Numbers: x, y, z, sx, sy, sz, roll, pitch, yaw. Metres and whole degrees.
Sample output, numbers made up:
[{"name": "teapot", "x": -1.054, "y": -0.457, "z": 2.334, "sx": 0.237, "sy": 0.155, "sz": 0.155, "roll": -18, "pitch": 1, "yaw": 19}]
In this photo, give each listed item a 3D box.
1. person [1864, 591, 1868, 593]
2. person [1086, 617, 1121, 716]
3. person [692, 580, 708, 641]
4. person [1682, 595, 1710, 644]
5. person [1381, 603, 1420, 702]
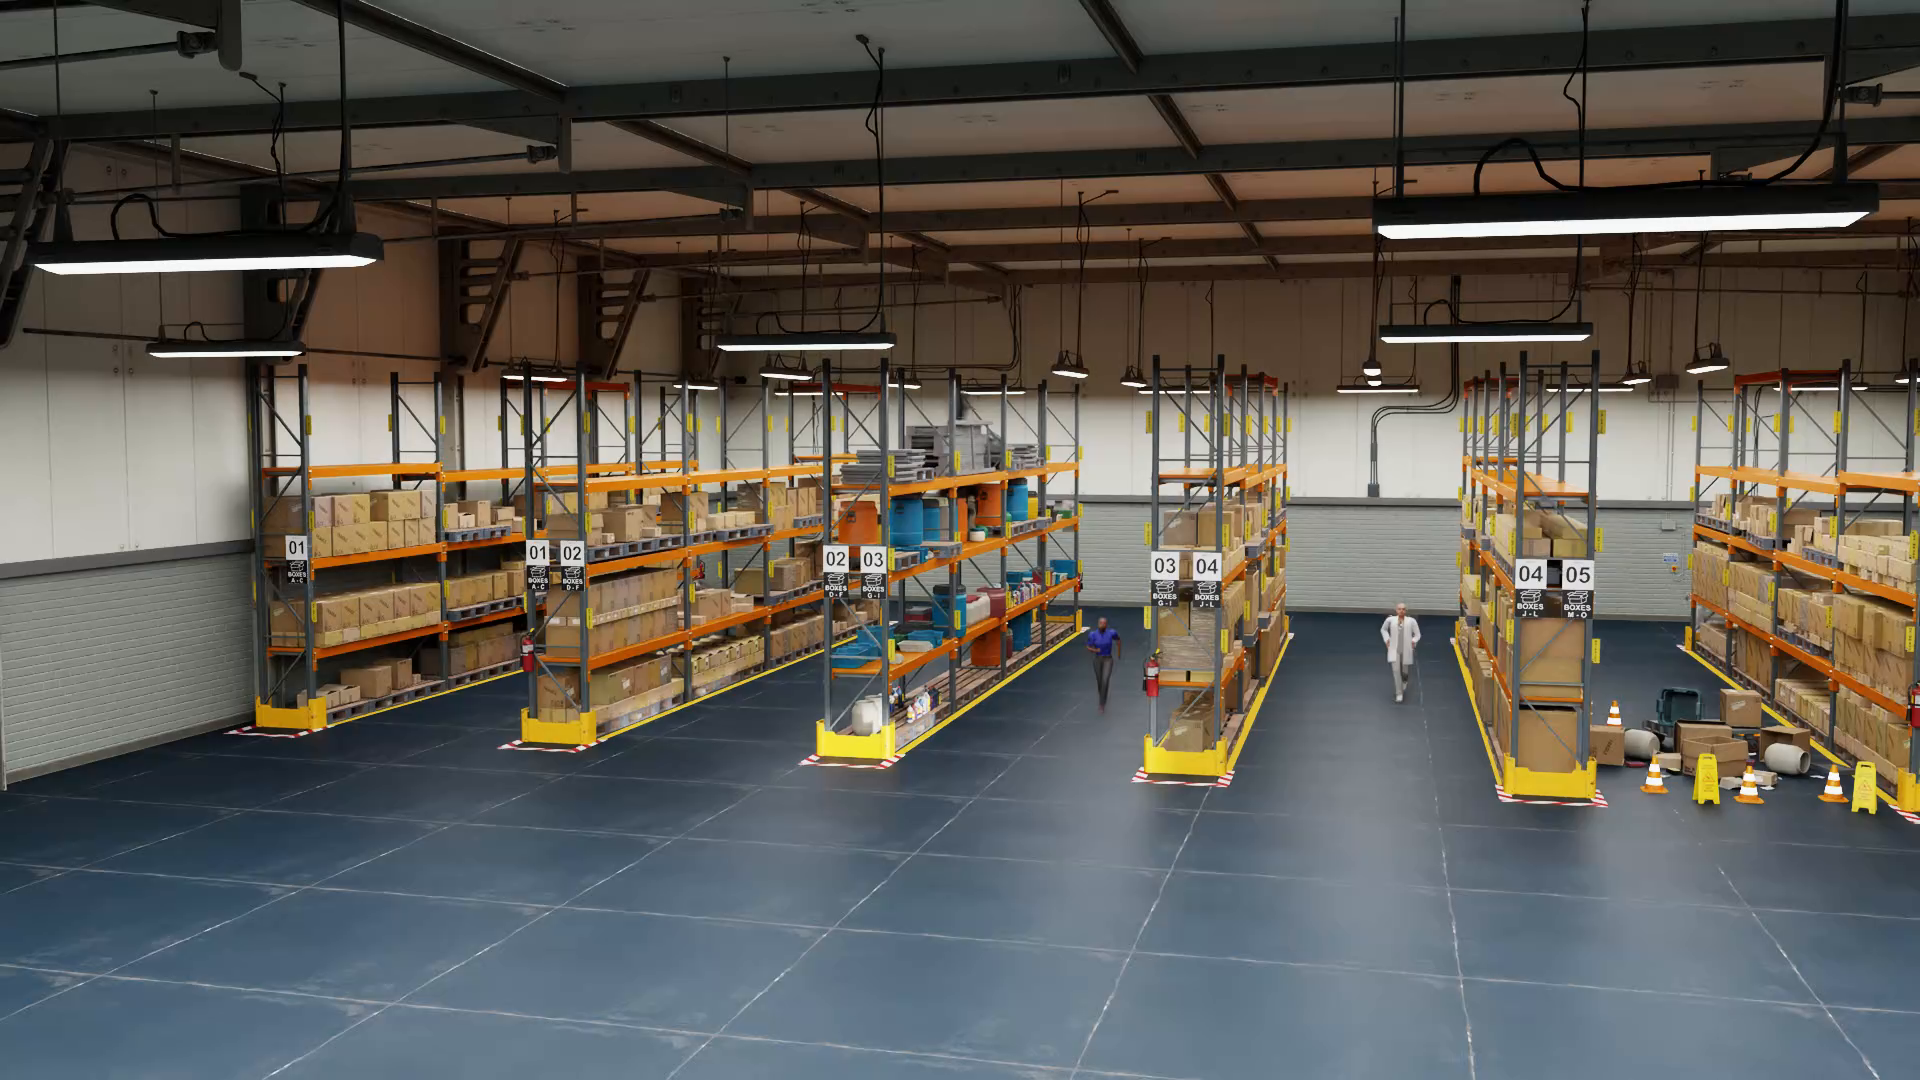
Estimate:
[{"name": "person", "x": 17.712, "y": 1.862, "z": 32.643, "sx": 0.679, "sy": 1.816, "sz": 0.807, "roll": 0, "pitch": 4, "yaw": 3}, {"name": "person", "x": 2.500, "y": 2.218, "z": 29.073, "sx": 0.601, "sy": 1.598, "sz": 0.917, "roll": 0, "pitch": 4, "yaw": 7}, {"name": "person", "x": -5.578, "y": 1.697, "z": 35.414, "sx": 0.559, "sy": 1.718, "sz": 0.900, "roll": 0, "pitch": 4, "yaw": 6}, {"name": "person", "x": 16.939, "y": 1.511, "z": 37.914, "sx": 0.863, "sy": 1.771, "sz": 0.657, "roll": 0, "pitch": 4, "yaw": 7}, {"name": "person", "x": 8.069, "y": 2.038, "z": 30.482, "sx": 0.711, "sy": 1.765, "sz": 0.880, "roll": 1, "pitch": 4, "yaw": 15}]
